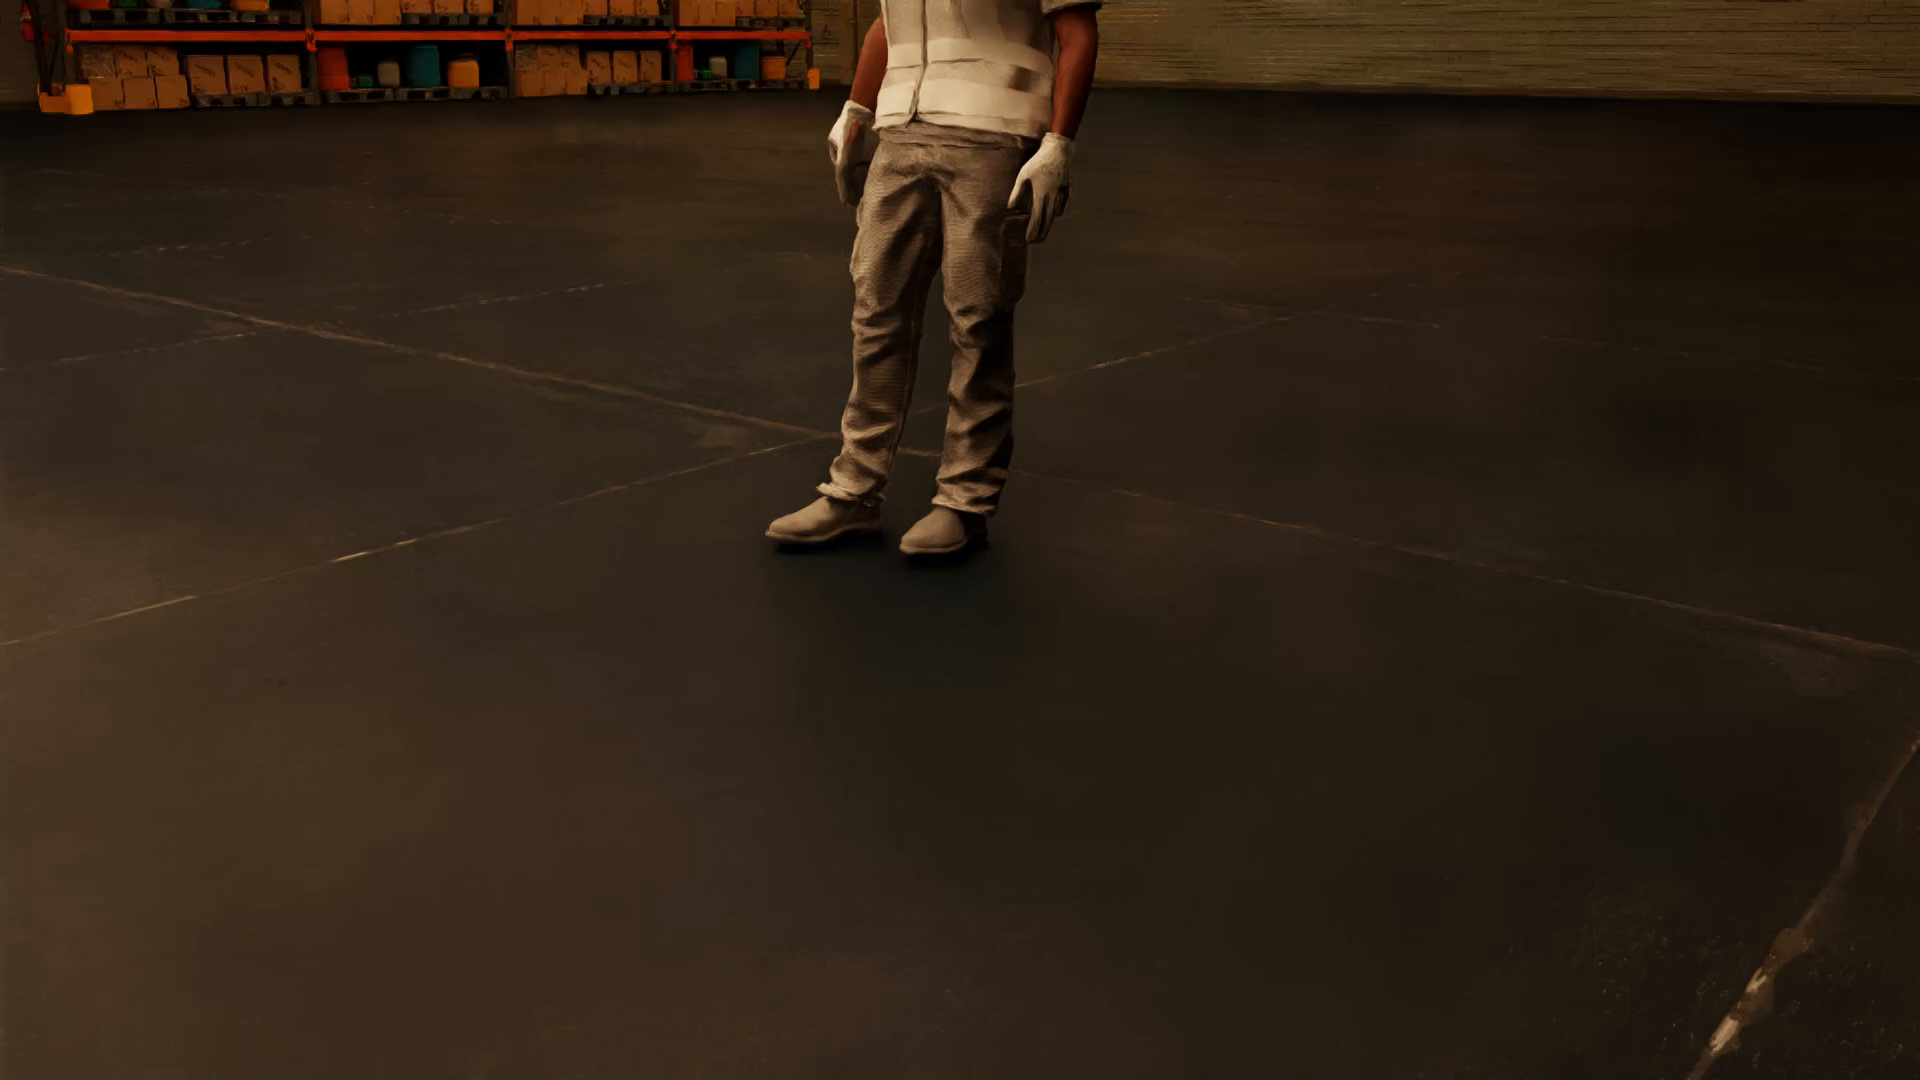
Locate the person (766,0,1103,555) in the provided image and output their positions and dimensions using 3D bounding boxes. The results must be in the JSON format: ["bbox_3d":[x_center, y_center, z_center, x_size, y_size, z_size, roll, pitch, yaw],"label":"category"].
[{"bbox_3d":[-0.052,-0.845,3.633,0.655,1.782,0.576,13,21,37],"label":"person"}]
